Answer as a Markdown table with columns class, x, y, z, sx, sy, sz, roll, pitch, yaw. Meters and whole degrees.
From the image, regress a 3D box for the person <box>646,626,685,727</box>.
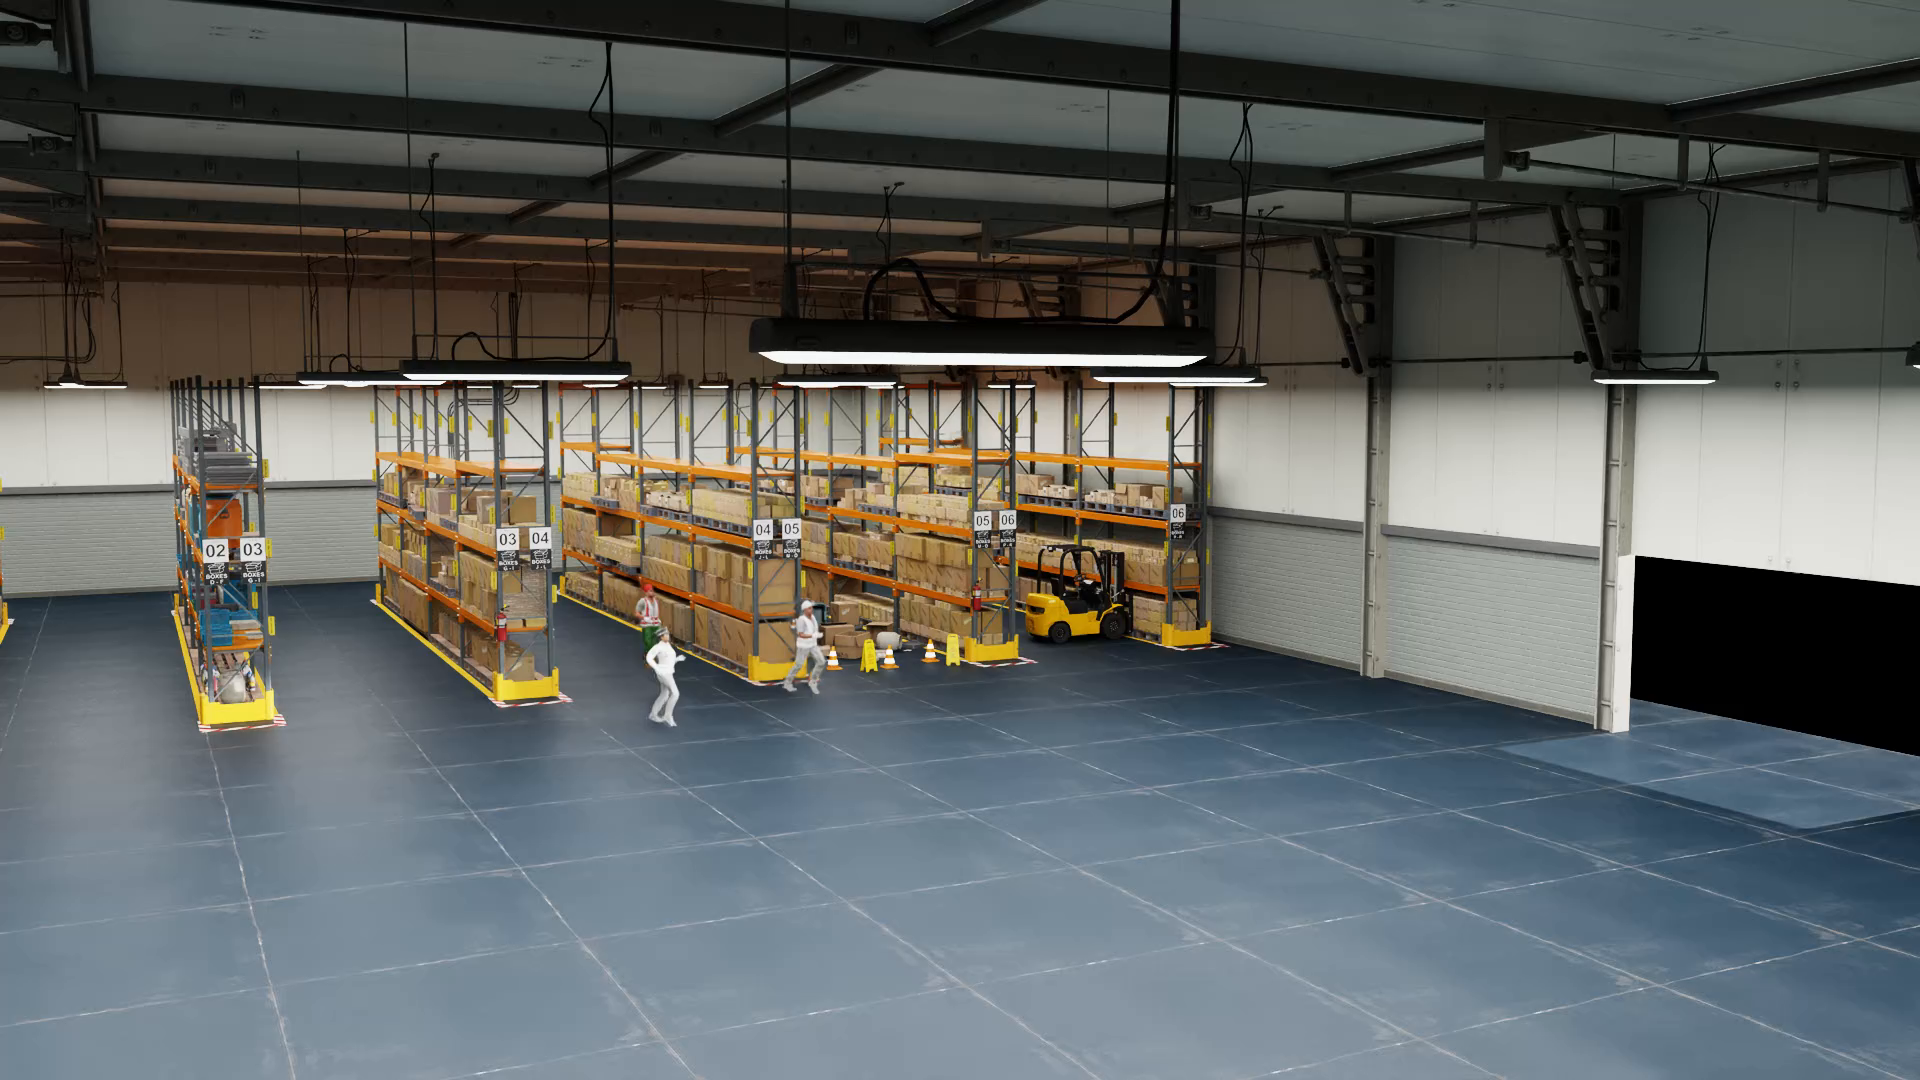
| class | x | y | z | sx | sy | sz | roll | pitch | yaw |
| --- | --- | --- | --- | --- | --- | --- | --- | --- | --- |
| person | -5.047 | 2.346 | 28.575 | 0.665 | 1.739 | 0.592 | 1 | 5 | 7 |

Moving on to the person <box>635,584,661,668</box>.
| class | x | y | z | sx | sy | sz | roll | pitch | yaw |
| --- | --- | --- | --- | --- | --- | --- | --- | --- | --- |
| person | -6.384 | 1.788 | 34.367 | 0.659 | 1.744 | 0.578 | -5 | 7 | -43 |

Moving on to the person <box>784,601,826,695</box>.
| class | x | y | z | sx | sy | sz | roll | pitch | yaw |
| --- | --- | --- | --- | --- | --- | --- | --- | --- | --- |
| person | -2.894 | 2.038 | 31.465 | 0.897 | 1.801 | 0.697 | 3 | 6 | 30 |
